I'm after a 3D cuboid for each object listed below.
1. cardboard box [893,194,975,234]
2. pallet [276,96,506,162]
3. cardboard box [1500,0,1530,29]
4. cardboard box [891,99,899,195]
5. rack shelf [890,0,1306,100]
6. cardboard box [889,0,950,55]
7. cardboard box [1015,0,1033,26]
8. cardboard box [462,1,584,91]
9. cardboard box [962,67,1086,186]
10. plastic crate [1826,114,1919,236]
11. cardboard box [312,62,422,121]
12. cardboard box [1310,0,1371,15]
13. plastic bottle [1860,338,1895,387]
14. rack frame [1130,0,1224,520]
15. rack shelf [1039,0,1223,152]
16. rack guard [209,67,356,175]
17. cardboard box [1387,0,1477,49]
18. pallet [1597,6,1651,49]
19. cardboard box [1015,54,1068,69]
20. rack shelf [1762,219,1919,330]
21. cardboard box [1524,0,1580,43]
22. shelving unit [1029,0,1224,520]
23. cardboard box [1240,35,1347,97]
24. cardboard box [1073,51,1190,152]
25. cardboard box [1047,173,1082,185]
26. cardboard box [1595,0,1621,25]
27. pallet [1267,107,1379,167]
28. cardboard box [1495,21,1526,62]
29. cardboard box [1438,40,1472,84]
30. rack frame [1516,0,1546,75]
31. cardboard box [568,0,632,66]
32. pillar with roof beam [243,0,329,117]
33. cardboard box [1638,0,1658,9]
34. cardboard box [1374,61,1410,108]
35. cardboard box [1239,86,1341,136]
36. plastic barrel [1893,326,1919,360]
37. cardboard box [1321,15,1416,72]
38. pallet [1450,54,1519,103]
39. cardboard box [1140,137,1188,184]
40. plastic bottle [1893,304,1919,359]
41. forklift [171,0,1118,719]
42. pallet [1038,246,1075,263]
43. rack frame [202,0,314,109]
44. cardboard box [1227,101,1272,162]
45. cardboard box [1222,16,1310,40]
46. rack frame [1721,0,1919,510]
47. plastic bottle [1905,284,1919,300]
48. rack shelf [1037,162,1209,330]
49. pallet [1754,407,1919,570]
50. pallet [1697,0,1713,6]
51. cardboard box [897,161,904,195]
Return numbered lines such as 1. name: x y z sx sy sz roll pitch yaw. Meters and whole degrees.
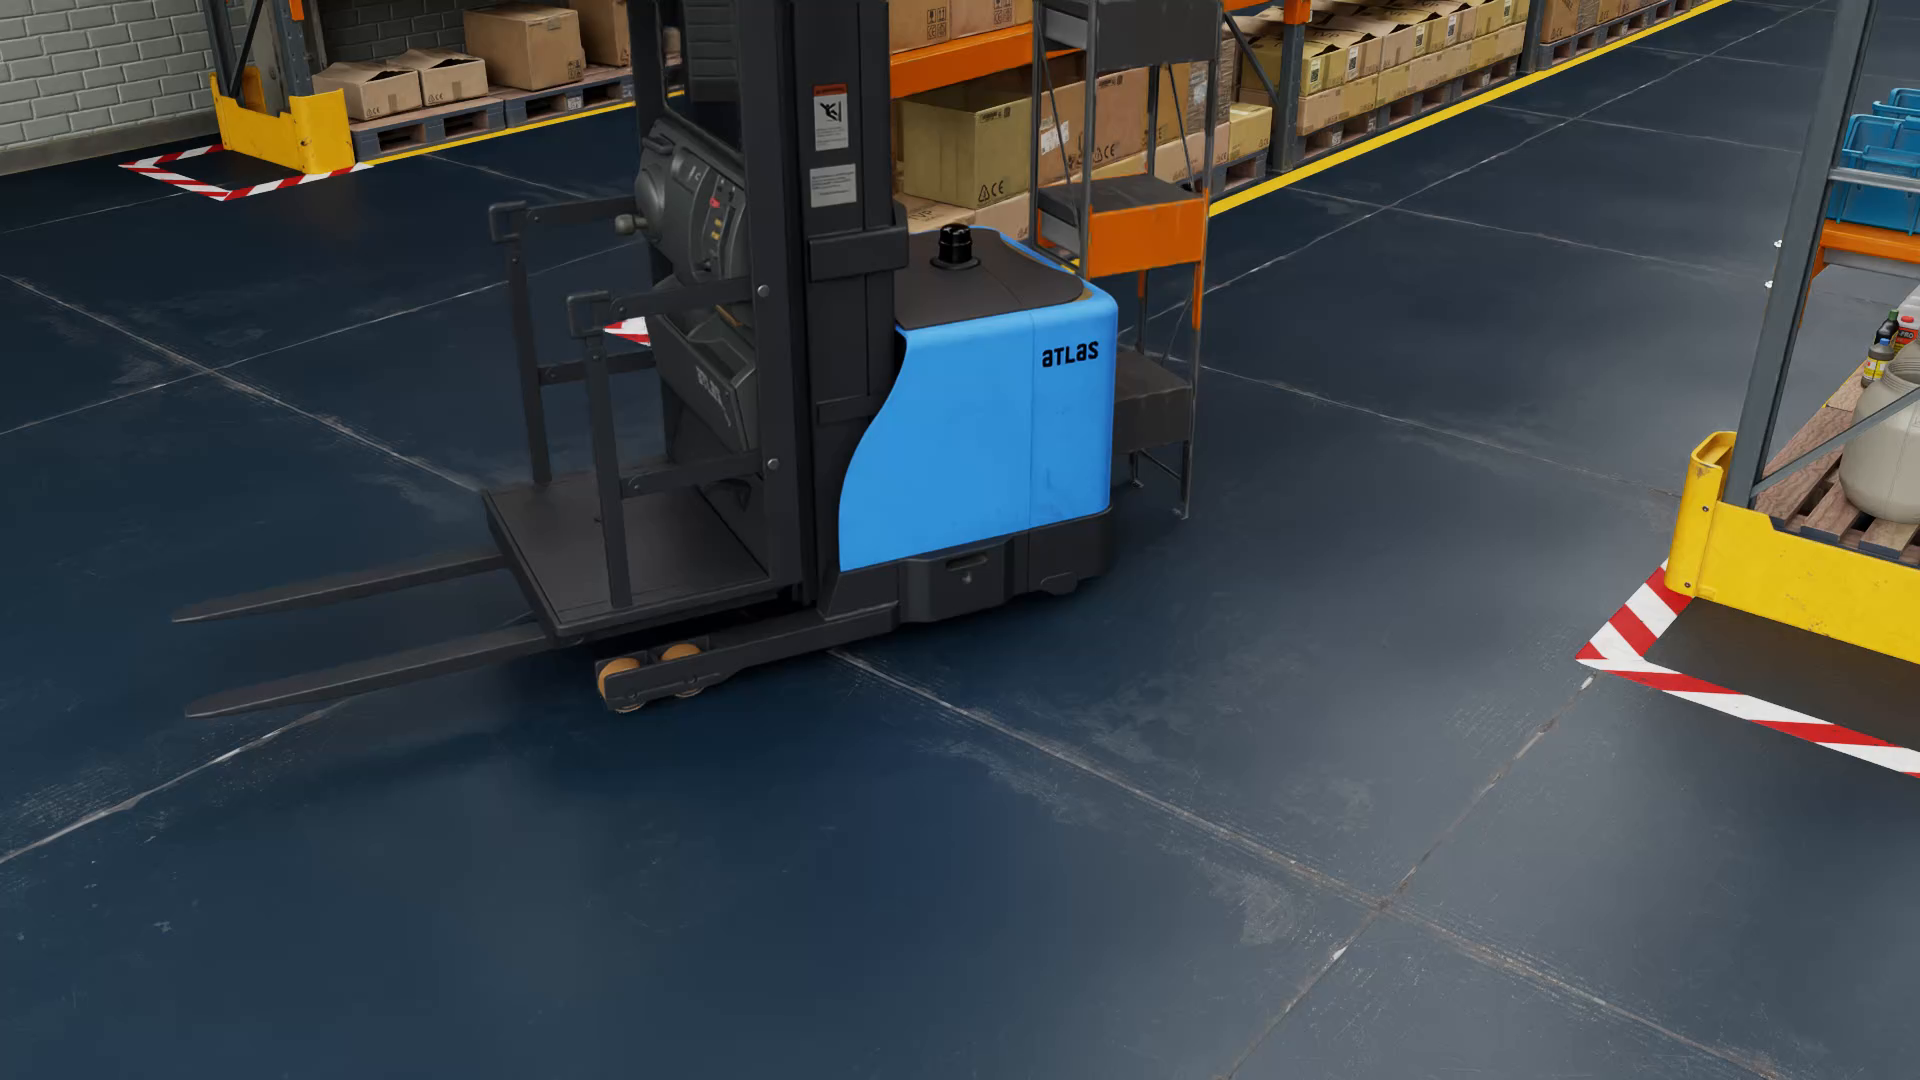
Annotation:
1. cardboard box: -0.269 -1.555 8.527 0.500 0.250 0.500 21 34 34
2. pallet: -4.015 -2.977 11.776 1.003 0.211 1.213 21 34 34
3. cardboard box: 4.163 -4.258 13.141 0.500 0.311 0.500 22 34 36
4. cardboard box: -0.671 -2.040 8.649 0.500 0.500 0.500 21 34 34
5. rack shelf: 0.490 -2.855 9.286 1.077 0.370 4.000 21 34 34
6. cardboard box: -0.475 -2.671 8.040 0.700 0.500 0.500 21 34 34
7. cardboard box: 0.175 -3.033 8.740 0.700 0.500 0.500 21 34 35
8. cardboard box: -3.230 -3.663 12.308 0.700 0.500 0.500 18 33 31
9. cardboard box: 0.355 -2.247 9.049 0.500 0.500 0.500 21 34 34
10. plastic crate: 3.125 -1.215 5.496 0.499 0.251 0.616 21 34 34
11. cardboard box: -4.097 -3.132 11.486 0.500 0.311 0.500 17 32 29
12. cardboard box: 2.766 -3.864 12.381 0.500 0.311 0.500 20 34 34
13. plastic bottle: 3.868 -0.748 6.998 0.097 0.201 0.097 0 27 0
14. rack frame: 0.782 -1.092 6.076 0.015 2.100 0.400 -13 30 -23
15. rack shelf: 0.563 -1.652 5.664 0.480 0.518 0.431 -13 30 -23
16. rack guard: -4.559 -2.828 11.173 1.175 0.500 0.348 21 34 34
17. cardboard box: 3.514 -3.894 12.437 0.500 0.311 0.500 20 34 34
18. pallet: 5.587 -4.747 15.197 1.003 0.211 1.213 21 34 34
19. cardboard box: 0.273 -2.576 9.684 0.500 0.500 0.500 21 34 34
20. rack shelf: 4.310 -1.406 6.485 1.077 0.370 4.000 21 34 34
21. cardboard box: 4.816 -4.464 13.857 0.500 0.500 0.500 22 35 36
22. shelving unit: 0.563 -1.042 5.980 0.503 2.100 0.431 -13 30 -23
23. cardboard box: 2.217 -3.171 11.041 0.500 0.311 0.500 21 34 35
24. cardboard box: 0.994 -2.601 9.732 0.500 0.500 0.500 21 34 34
25. cardboard box: 0.364 -1.911 9.215 0.500 0.250 0.500 21 34 34
26. cardboard box: 5.468 -4.828 14.560 0.500 0.500 0.500 20 34 34
27. pallet: 2.201 -2.917 11.659 1.003 0.211 1.213 21 34 34
28. cardboard box: 4.160 -4.009 13.270 0.500 0.250 0.500 22 34 36
29. cardboard box: 3.513 -3.648 12.572 0.500 0.250 0.500 22 34 36
30. rack frame: 4.306 -5.301 13.233 1.000 3.000 0.127 21 34 34
31. cardboard box: -2.692 -4.035 13.027 0.500 0.500 0.500 18 32 31
32. pillar with roof beam: -1.507 -5.819 7.704 9.100 9.000 0.400 21 34 34
33. cardboard box: 6.118 -5.195 15.270 0.500 0.500 0.500 21 34 35
34. cardboard box: 2.863 -3.284 11.870 0.500 0.250 0.500 20 33 33
35. cardboard box: 2.210 -2.919 11.163 0.500 0.250 0.500 20 33 33
36. plastic barrel: 3.716 -0.531 6.262 0.421 0.512 0.421 0 27 0
37. cardboard box: 2.868 -3.531 11.736 0.500 0.311 0.500 19 33 33
38. pallet: 3.753 -3.782 13.332 1.003 0.211 1.213 21 34 34
39. cardboard box: 1.003 -2.264 9.898 0.500 0.250 0.500 21 34 34
40. plastic bottle: 4.049 -0.862 7.138 0.152 0.276 0.135 21 34 35
41. forklift: -1.016 -1.040 5.070 3.031 2.935 1.130 -13 30 -23
42. pallet: 0.448 -1.940 9.771 1.003 0.211 1.213 21 34 34
43. rack frame: -4.607 -3.911 10.546 1.000 3.000 0.127 21 34 34
44. cardboard box: 1.636 -2.620 10.586 0.500 0.250 0.500 21 34 34
45. cardboard box: 2.125 -3.511 11.698 0.500 0.311 0.500 22 34 36
46. rack frame: 3.038 -1.016 4.949 1.000 3.000 0.127 21 34 34
47. plastic bottle: 4.239 -1.005 7.331 0.144 0.351 0.185 22 35 36
48. rack shelf: 0.563 -1.030 5.986 0.480 0.518 0.431 -13 30 -23
49. pallet: 3.571 -0.105 6.222 1.003 0.211 1.213 21 34 34
50. pallet: 7.288 -5.724 17.085 1.003 0.211 1.213 21 34 34
51. cardboard box: -0.360 -1.887 9.169 0.500 0.250 0.500 21 34 34
